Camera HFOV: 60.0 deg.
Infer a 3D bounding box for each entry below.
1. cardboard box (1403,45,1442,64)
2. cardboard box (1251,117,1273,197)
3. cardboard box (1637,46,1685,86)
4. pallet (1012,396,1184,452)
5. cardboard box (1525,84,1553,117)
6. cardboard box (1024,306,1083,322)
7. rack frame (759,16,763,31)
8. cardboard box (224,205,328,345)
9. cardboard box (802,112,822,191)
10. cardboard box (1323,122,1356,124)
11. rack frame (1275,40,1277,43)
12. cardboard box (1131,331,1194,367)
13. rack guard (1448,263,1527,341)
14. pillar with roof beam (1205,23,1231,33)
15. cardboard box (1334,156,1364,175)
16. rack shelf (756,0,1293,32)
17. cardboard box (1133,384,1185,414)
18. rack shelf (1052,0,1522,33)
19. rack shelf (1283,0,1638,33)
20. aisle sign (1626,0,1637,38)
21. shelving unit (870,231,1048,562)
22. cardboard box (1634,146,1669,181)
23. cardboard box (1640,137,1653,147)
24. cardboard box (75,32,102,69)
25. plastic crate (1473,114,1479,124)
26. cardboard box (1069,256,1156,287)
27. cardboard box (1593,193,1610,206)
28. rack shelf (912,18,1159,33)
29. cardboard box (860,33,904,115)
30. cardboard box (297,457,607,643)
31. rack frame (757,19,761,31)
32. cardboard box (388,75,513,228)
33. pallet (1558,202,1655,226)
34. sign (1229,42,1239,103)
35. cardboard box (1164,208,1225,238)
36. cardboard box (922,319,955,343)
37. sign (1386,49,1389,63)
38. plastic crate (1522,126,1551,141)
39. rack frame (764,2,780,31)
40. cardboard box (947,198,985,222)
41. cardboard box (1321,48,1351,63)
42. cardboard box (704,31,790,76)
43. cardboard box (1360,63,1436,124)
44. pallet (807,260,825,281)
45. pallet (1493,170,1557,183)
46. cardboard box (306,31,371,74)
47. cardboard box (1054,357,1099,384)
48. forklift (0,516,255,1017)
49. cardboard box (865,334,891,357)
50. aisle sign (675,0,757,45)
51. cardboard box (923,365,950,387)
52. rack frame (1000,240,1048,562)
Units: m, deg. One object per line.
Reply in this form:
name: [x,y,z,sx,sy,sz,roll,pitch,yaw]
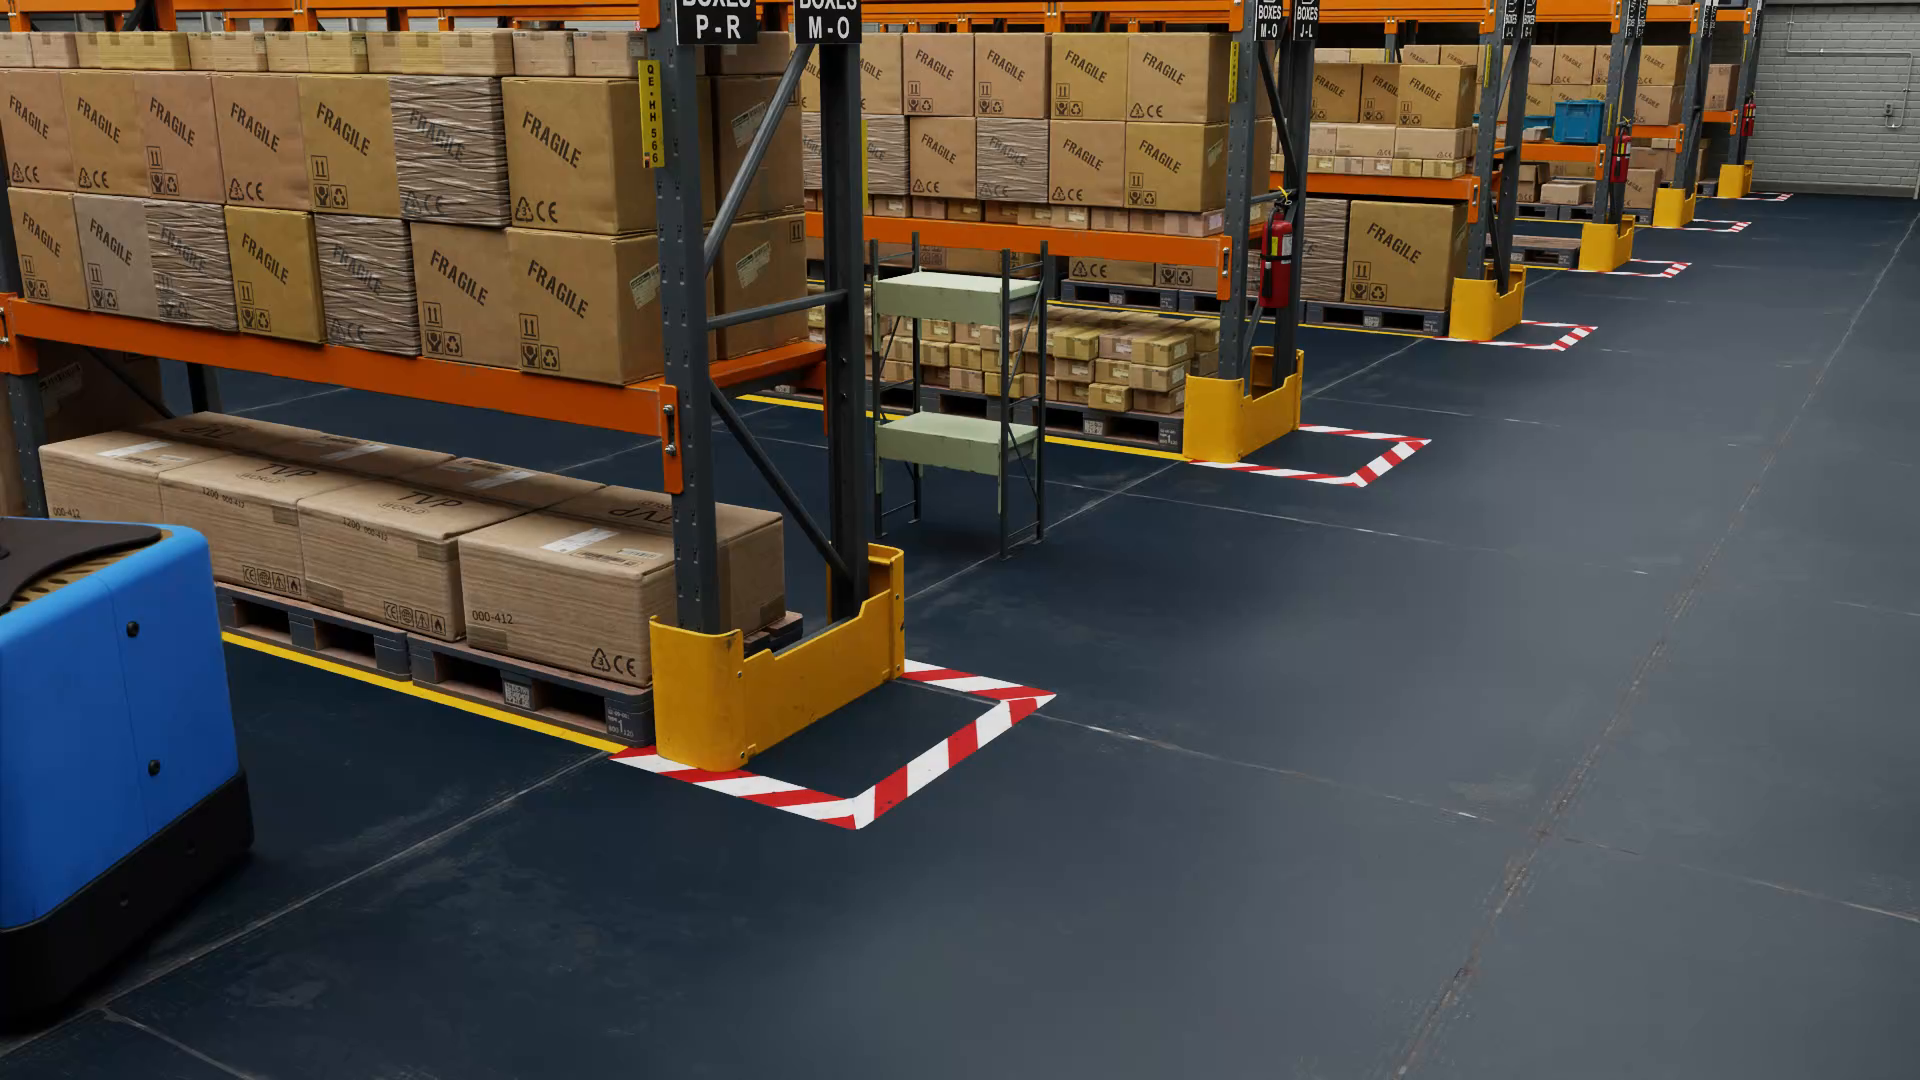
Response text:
cardboard box: [6.551,-6.700,23.385,0.500,0.500,0.500,11,20,31]
cardboard box: [1.598,-2.368,10.331,0.500,0.500,0.500,11,20,33]
cardboard box: [9.182,-6.233,21.846,0.500,0.500,0.500,10,20,30]
pallet: [1.097,-0.850,10.818,1.213,0.211,1.003,10,20,30]
cardboard box: [7.886,-5.987,22.759,0.500,0.500,0.500,10,19,29]
cardboard box: [0.636,-1.470,11.219,0.250,0.149,0.380,11,20,32]
rack frame: [-2.299,-4.471,17.938,0.127,3.000,1.000,10,20,30]
cardboard box: [-2.528,-1.086,6.624,0.500,0.500,0.500,11,20,32]
cardboard box: [-0.857,-2.628,11.189,0.500,0.500,0.500,10,20,30]
cardboard box: [3.377,-3.619,14.881,0.500,0.250,0.500,9,19,28]
rack frame: [5.478,-8.151,30.054,0.127,3.000,1.000,10,20,30]
cardboard box: [1.252,-1.180,10.264,0.250,0.149,0.380,10,20,31]
rack guard: [4.538,-2.054,14.283,0.348,0.500,1.175,10,20,30]
pillar with roof beam: [2.569,-10.367,27.028,0.400,9.000,9.100,10,20,30]
cardboard box: [3.393,-3.222,14.260,0.250,0.149,0.380,11,20,31]
rack shelf: [0.132,-3.436,10.609,4.000,0.370,1.077,10,20,30]
cardboard box: [1.278,-0.906,10.386,0.250,0.149,0.380,11,20,31]
rack shelf: [2.813,-4.649,14.602,4.000,0.370,1.077,10,20,30]
rack shelf: [5.405,-5.876,18.641,4.000,0.370,1.077,10,20,30]
aisle sign: [7.018,-5.641,17.318,0.004,0.787,0.394,10,20,30]
shelving unit: [-0.006,-0.719,8.167,0.755,1.500,0.431,10,20,30]
cardboard box: [11.219,-6.097,26.870,0.500,0.500,0.700,10,20,30]
cardboard box: [11.212,-6.477,27.004,0.250,0.149,0.380,10,20,31]
cardboard box: [-3.477,-2.069,7.022,0.250,0.149,0.380,10,19,29]
plastic crate: [5.950,-4.748,19.037,0.300,0.233,0.416,10,20,30]
cardboard box: [1.630,-2.926,15.787,0.875,0.875,0.875,10,20,30]
cardboard box: [8.815,-4.667,22.703,0.250,0.166,0.380,10,20,30]
rack shelf: [1.184,-8.319,26.683,4.000,0.370,1.077,10,20,30]
cardboard box: [-0.453,-3.029,10.789,0.500,0.500,0.500,10,20,31]
cardboard box: [-2.068,0.013,6.864,0.875,0.438,0.875,11,20,32]
rack frame: [-3.116,-6.306,23.979,0.127,3.000,1.000,10,20,30]
cardboard box: [-1.665,-1.412,5.977,0.500,0.500,0.500,10,20,30]
pallet: [8.961,-4.505,22.849,1.213,0.211,1.003,10,20,30]
sign: [1.528,-2.612,9.282,0.005,0.325,0.100,10,20,30]
cardboard box: [1.410,-1.900,9.908,0.250,0.149,0.380,10,20,30]
cardboard box: [-0.069,-1.423,11.064,0.250,0.149,0.380,10,20,30]
sign: [6.009,-6.731,23.388,0.005,0.325,0.100,10,20,30]
plastic crate: [6.320,-4.462,18.261,0.243,0.136,0.396,10,20,30]
rack frame: [-1.573,-2.649,11.942,0.127,3.000,1.000,10,20,30]
cardboard box: [0.124,-2.154,10.744,0.250,0.149,0.380,11,20,31]
cardboard box: [6.616,-8.420,28.931,0.500,0.250,0.500,10,20,30]
cardboard box: [-0.826,-1.759,6.001,0.250,0.149,0.380,11,20,31]
cardboard box: [3.824,-3.899,14.513,0.500,0.500,0.500,10,19,29]
pallet: [-1.667,-2.998,17.887,1.213,0.211,1.003,10,20,30]
pallet: [9.493,-6.073,28.012,1.213,0.211,1.003,10,20,30]
cardboard box: [-2.195,-1.822,6.209,0.250,0.149,0.380,11,20,31]
cardboard box: [0.793,-1.108,10.539,0.250,0.149,0.380,9,19,28]
forklift: [-3.722,-0.350,4.490,3.031,2.935,1.130,3,17,9]
cardboard box: [-0.492,-1.360,11.369,0.250,0.149,0.380,11,20,33]
aisle sign: [-0.770,-1.956,5.185,0.004,0.787,0.394,10,20,30]
cardboard box: [-0.040,-1.143,11.165,0.250,0.149,0.380,11,20,32]
rack frame: [0.306,-0.663,7.983,0.023,1.500,0.400,10,20,30]
